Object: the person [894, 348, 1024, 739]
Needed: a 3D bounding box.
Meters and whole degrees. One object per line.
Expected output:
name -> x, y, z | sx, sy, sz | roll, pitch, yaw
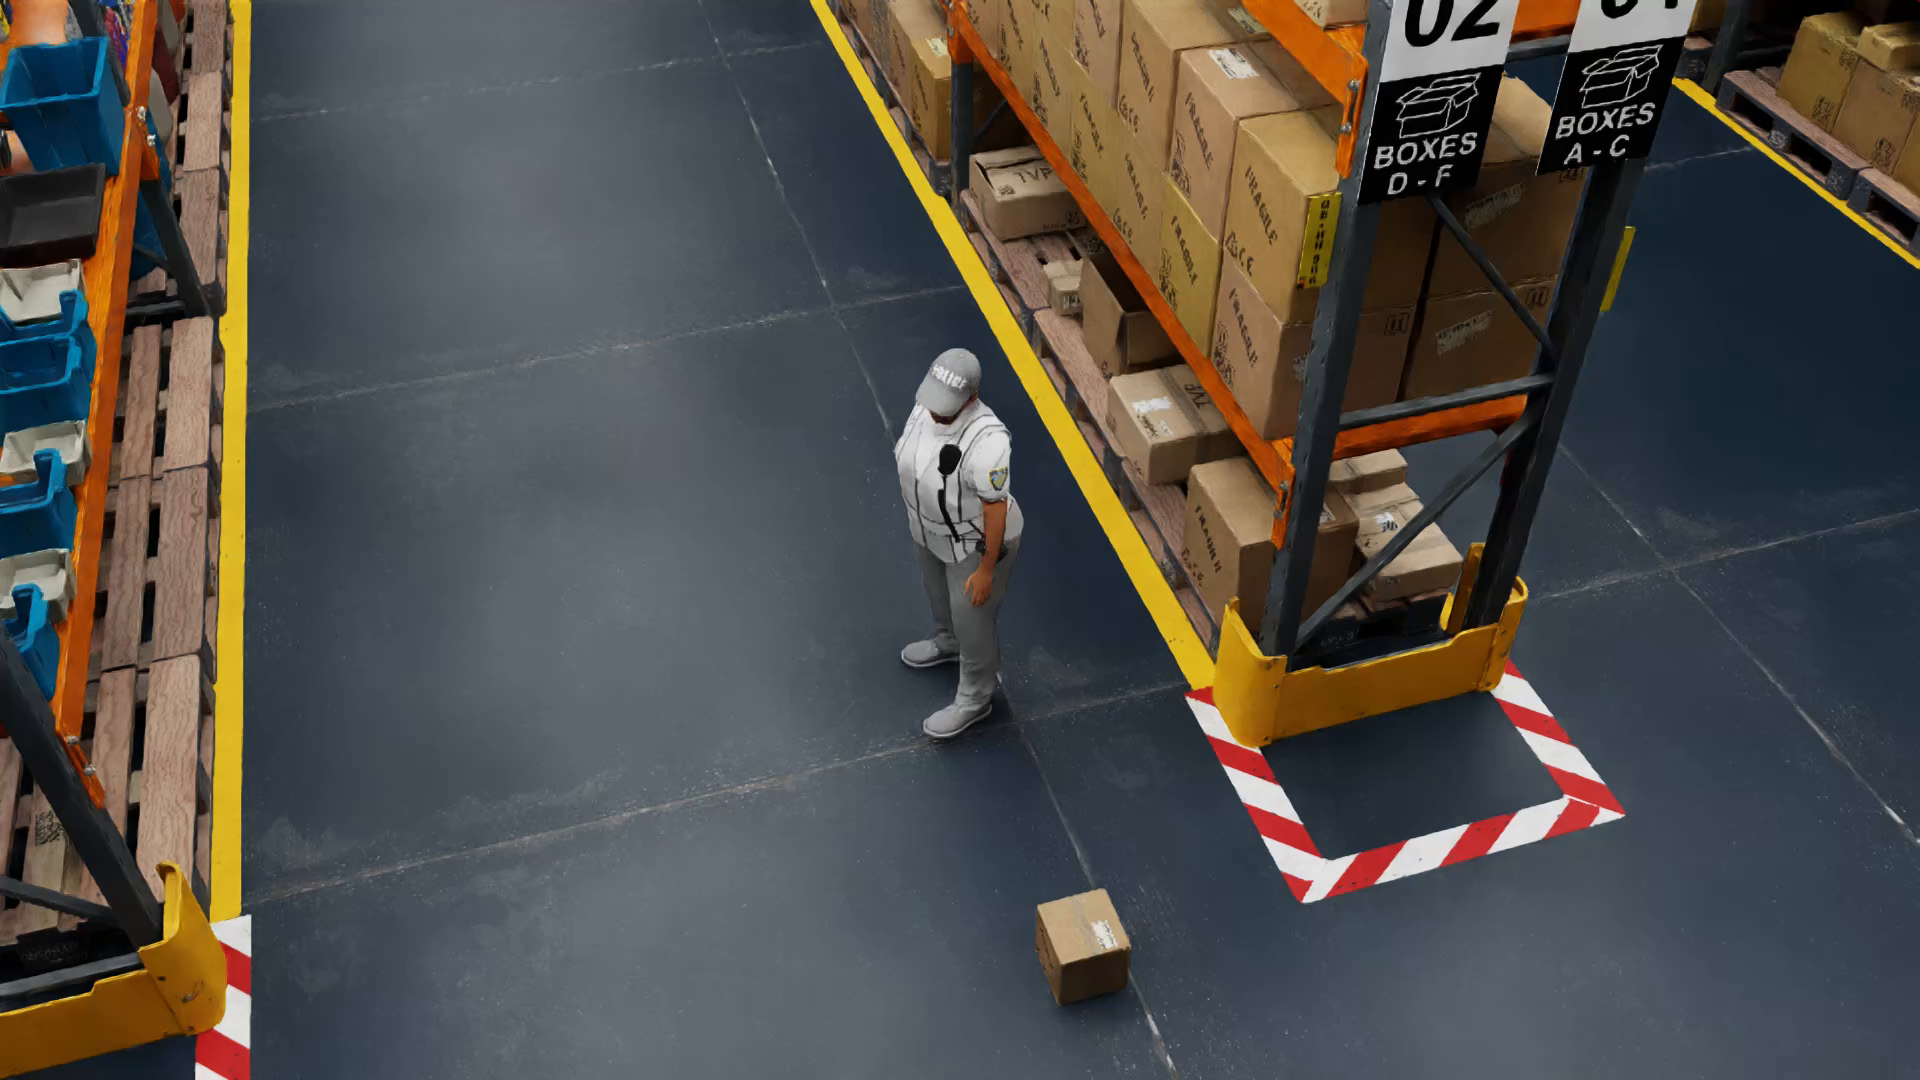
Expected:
person -> -0.043, -0.010, 6.136 | 0.470, 1.672, 0.562 | -27, 49, -26
